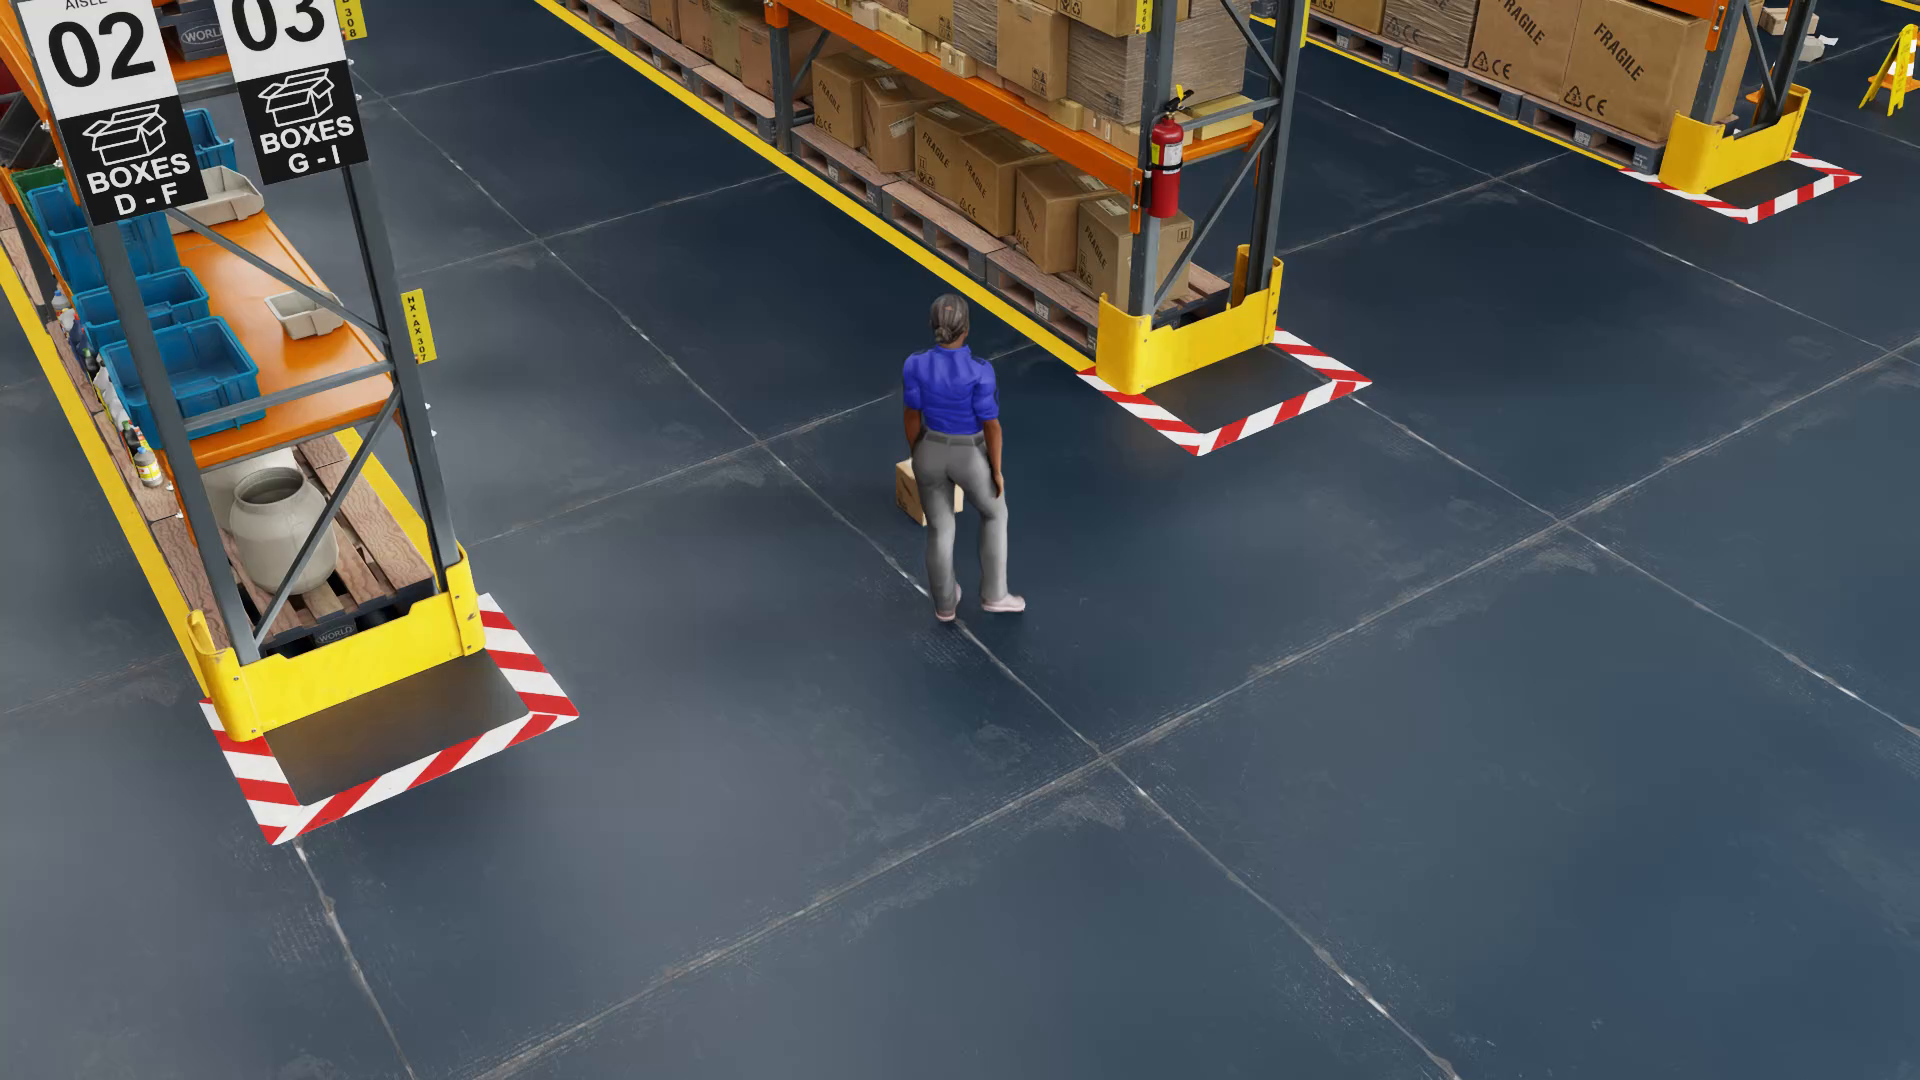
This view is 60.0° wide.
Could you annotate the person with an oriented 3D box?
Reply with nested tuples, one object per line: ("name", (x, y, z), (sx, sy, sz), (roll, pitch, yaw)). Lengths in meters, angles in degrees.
("person", (0.024, -0.338, 7.479), (0.555, 1.703, 0.344), (8, 37, 11))
